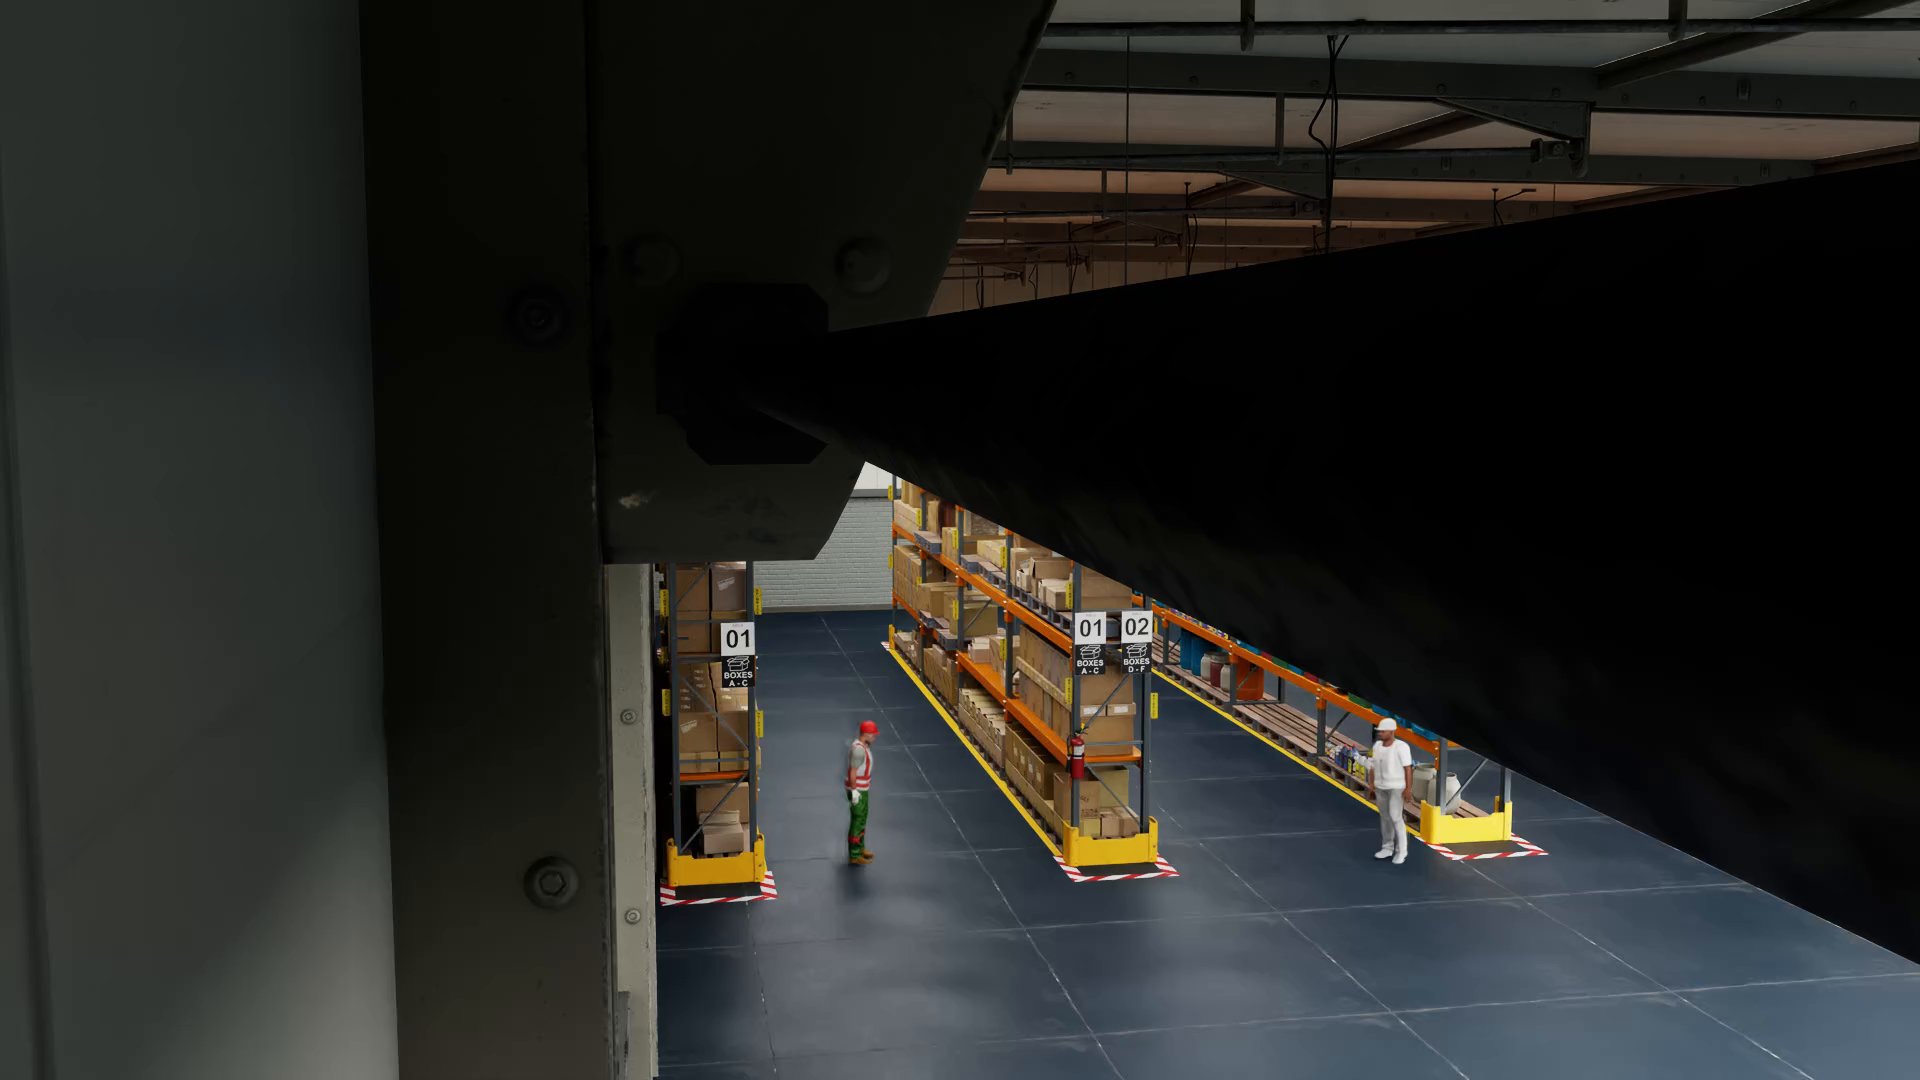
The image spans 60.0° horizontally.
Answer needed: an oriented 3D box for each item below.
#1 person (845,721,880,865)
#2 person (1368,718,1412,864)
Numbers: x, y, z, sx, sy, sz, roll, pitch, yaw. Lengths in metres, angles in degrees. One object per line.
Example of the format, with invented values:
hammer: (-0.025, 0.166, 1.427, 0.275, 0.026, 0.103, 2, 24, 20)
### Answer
person: (-1.234, 3.174, 21.106, 0.461, 1.782, 0.602, 0, 6, 3)
person: (5.446, 3.177, 21.178, 0.400, 1.807, 0.623, -4, 8, -35)
